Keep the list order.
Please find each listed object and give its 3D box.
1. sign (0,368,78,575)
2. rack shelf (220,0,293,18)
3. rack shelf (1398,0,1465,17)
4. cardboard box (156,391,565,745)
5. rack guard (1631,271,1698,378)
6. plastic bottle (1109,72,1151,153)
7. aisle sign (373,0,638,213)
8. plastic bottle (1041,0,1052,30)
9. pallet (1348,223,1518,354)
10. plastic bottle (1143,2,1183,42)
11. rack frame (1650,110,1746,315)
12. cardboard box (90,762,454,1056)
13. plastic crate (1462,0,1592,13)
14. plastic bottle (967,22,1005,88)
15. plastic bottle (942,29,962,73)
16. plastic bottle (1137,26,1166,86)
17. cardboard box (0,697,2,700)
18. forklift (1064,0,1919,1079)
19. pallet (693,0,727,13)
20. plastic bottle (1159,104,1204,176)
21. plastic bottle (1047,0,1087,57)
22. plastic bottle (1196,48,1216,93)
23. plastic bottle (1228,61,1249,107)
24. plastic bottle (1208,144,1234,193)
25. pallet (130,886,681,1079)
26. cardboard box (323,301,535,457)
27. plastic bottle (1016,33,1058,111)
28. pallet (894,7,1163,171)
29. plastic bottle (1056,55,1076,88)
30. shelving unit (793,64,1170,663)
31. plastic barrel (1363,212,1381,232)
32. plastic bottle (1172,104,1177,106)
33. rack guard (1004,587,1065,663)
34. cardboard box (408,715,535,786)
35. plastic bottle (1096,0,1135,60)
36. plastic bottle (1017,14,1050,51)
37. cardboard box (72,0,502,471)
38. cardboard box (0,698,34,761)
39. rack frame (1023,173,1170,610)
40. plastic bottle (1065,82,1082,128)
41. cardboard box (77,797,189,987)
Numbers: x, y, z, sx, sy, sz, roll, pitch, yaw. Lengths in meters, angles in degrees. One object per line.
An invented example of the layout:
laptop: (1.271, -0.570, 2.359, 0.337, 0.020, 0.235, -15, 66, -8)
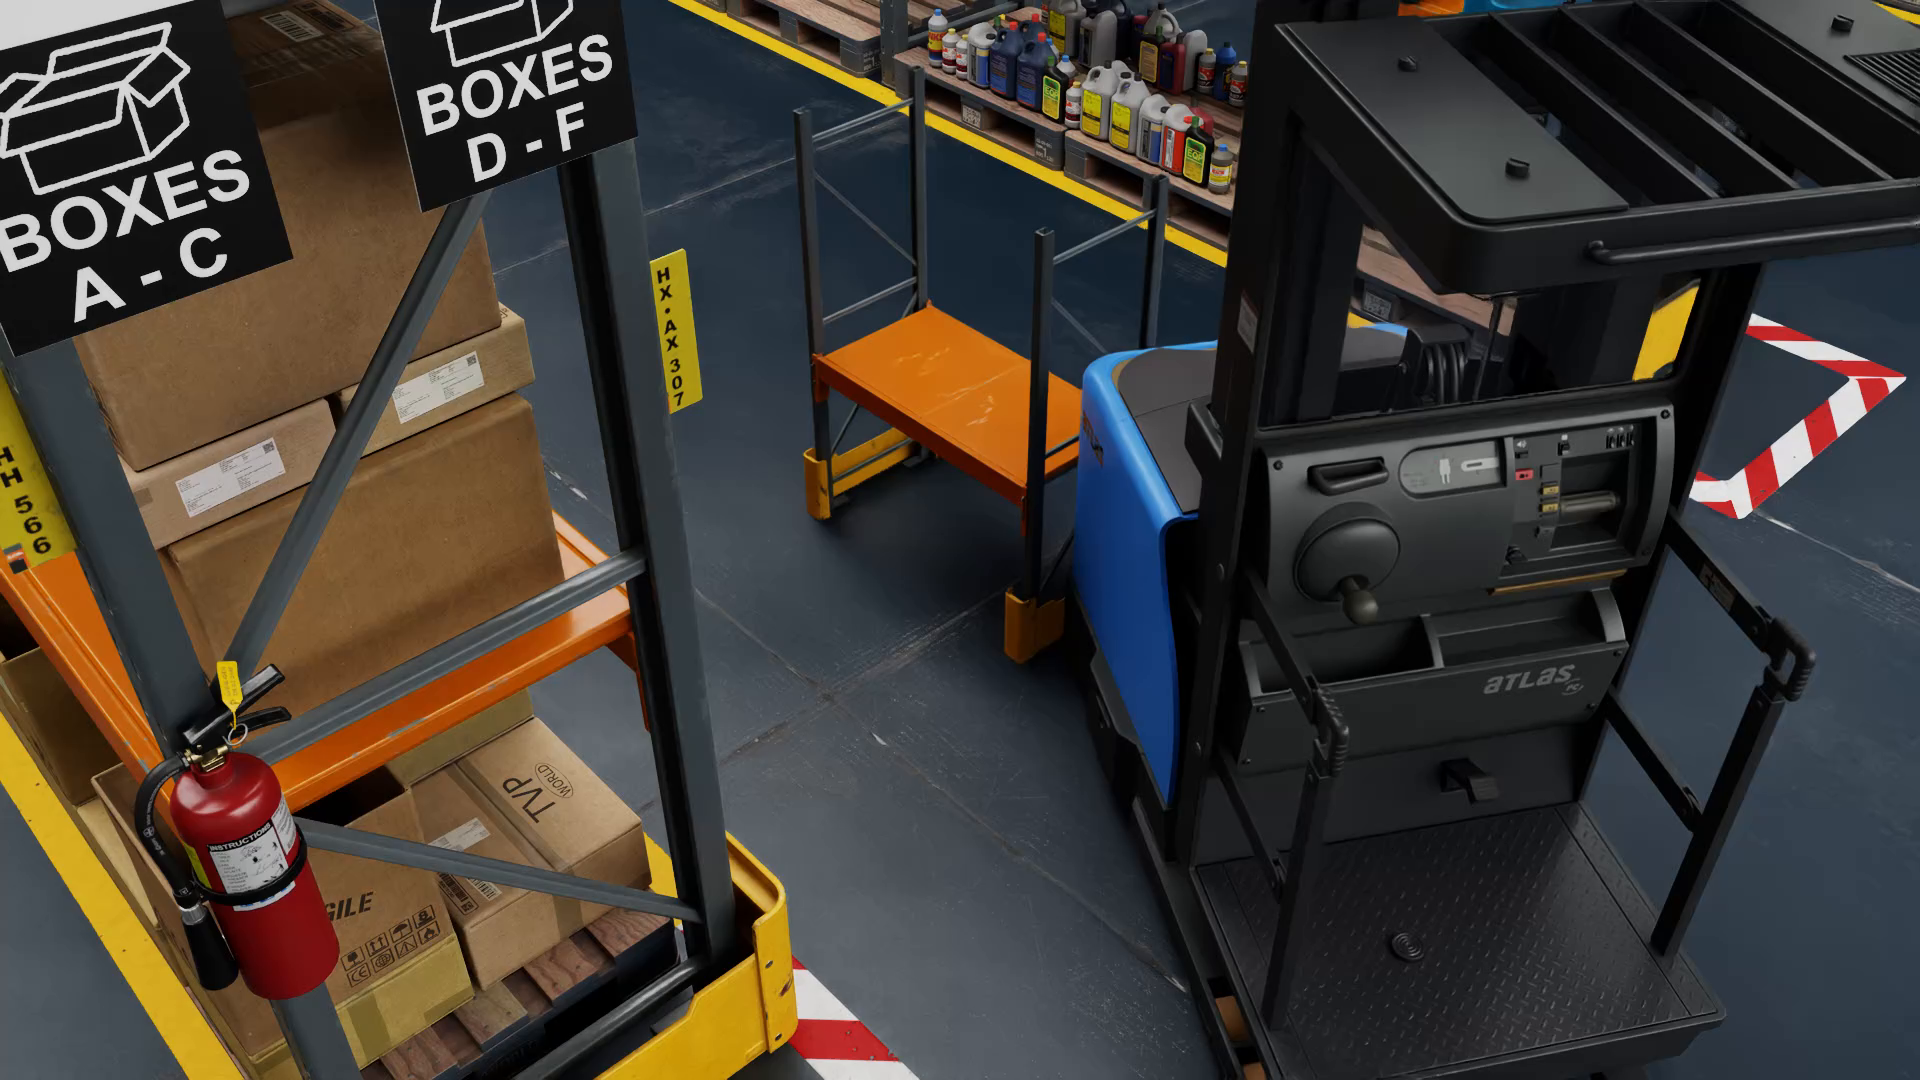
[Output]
sign: (-1.356, -0.096, 2.372, 0.100, 0.325, 0.005, -30, 48, -32)
rack shelf: (-2.300, -1.591, 3.517, 1.077, 0.370, 4.000, -30, 48, -32)
rack shelf: (1.351, -2.527, 7.064, 1.077, 0.370, 4.000, -30, 48, -32)
cardboard box: (-1.254, -0.038, 3.331, 0.700, 0.500, 0.500, -30, 48, -32)
rack guard: (2.618, -0.924, 6.496, 1.175, 0.500, 0.348, -30, 48, -32)
plastic bottle: (0.780, -1.953, 7.539, 0.144, 0.351, 0.185, -28, 47, -30)
aisle sign: (-0.677, -0.889, 2.395, 0.394, 0.787, 0.004, -30, 48, -32)
plastic bottle: (0.473, -2.780, 8.681, 0.097, 0.201, 0.097, 0, 39, 0)
pallet: (2.072, -1.190, 7.055, 1.003, 0.211, 1.213, -30, 48, -32)
plastic bottle: (0.995, -2.459, 8.166, 0.144, 0.351, 0.185, -30, 48, -32)
rack frame: (2.704, -1.881, 5.692, 1.000, 3.000, 0.127, -30, 48, -32)
cardboard box: (-1.529, 0.715, 3.735, 0.500, 0.500, 0.500, -30, 48, -32)
plastic crate: (2.145, -1.928, 5.868, 0.499, 0.251, 0.616, -30, 48, -32)
plastic bottle: (0.130, -2.372, 8.118, 0.152, 0.276, 0.135, -28, 47, -30)
plastic bottle: (-0.040, -2.434, 8.254, 0.097, 0.201, 0.097, 0, 39, 0)
plastic bottle: (0.937, -2.378, 8.118, 0.061, 0.283, 0.133, -30, 48, -32)
cardboard box: (-2.553, 0.026, 4.587, 0.500, 0.500, 0.500, -30, 48, -32)
forklift: (1.141, 0.014, 3.400, 1.130, 2.935, 3.031, -8, 40, -9)
pallet: (-1.391, -3.559, 9.989, 1.003, 0.211, 1.213, -30, 48, -32)
plastic bottle: (0.989, -1.785, 7.390, 0.152, 0.276, 0.135, -30, 47, -31)
plastic bottle: (0.540, -2.636, 8.385, 0.144, 0.351, 0.185, -30, 48, -32)
plastic bottle: (1.202, -2.281, 8.064, 0.097, 0.201, 0.097, 0, 39, 0)
plastic bottle: (1.341, -2.186, 7.946, 0.097, 0.201, 0.097, 0, 39, 0)
plastic bottle: (1.139, -1.627, 7.255, 0.097, 0.201, 0.097, 0, 39, 0)
pallet: (-1.495, 0.971, 4.380, 1.003, 0.211, 1.213, -30, 48, -32)
cardboard box: (-1.054, -0.342, 3.191, 0.380, 0.149, 0.250, -30, 48, -32)
plastic bottle: (0.366, -2.236, 7.889, 0.185, 0.351, 0.144, 32, 49, 33)
pallet: (0.422, -2.319, 8.453, 1.003, 0.211, 1.213, -30, 48, -32)
plastic bottle: (0.494, -2.153, 7.849, 0.097, 0.271, 0.097, 0, 39, 0)
shelving unit: (0.036, -0.563, 5.253, 0.587, 1.500, 1.083, -30, 48, -32)
plastic barrel: (1.863, -1.581, 6.966, 0.421, 0.512, 0.421, 0, 39, 0)
plastic bottle: (0.974, -1.882, 7.569, 0.097, 0.201, 0.097, 0, 39, 0)
rack guard: (0.376, 0.152, 5.363, 0.587, 0.250, 0.087, -30, 48, -32)
cardboard box: (-1.487, 0.556, 4.529, 0.500, 0.250, 0.500, -30, 48, -32)
plastic bottle: (0.776, -2.609, 8.351, 0.185, 0.351, 0.144, 32, 49, 33)
plastic bottle: (0.345, -2.384, 8.073, 0.144, 0.351, 0.185, -30, 48, -32)
cardboard box: (-1.289, -0.568, 2.953, 0.700, 0.500, 0.500, -30, 48, -32)
cardboard box: (-2.551, 0.317, 4.825, 0.500, 0.250, 0.500, -30, 48, -32)
rack frame: (0.389, -0.325, 4.959, 0.500, 1.500, 0.032, -30, 48, -32)
plastic bottle: (0.541, -2.037, 7.762, 0.097, 0.201, 0.097, 0, 39, 0)
cardboard box: (-1.875, 0.779, 4.252, 0.500, 0.250, 0.500, -30, 48, -32)
